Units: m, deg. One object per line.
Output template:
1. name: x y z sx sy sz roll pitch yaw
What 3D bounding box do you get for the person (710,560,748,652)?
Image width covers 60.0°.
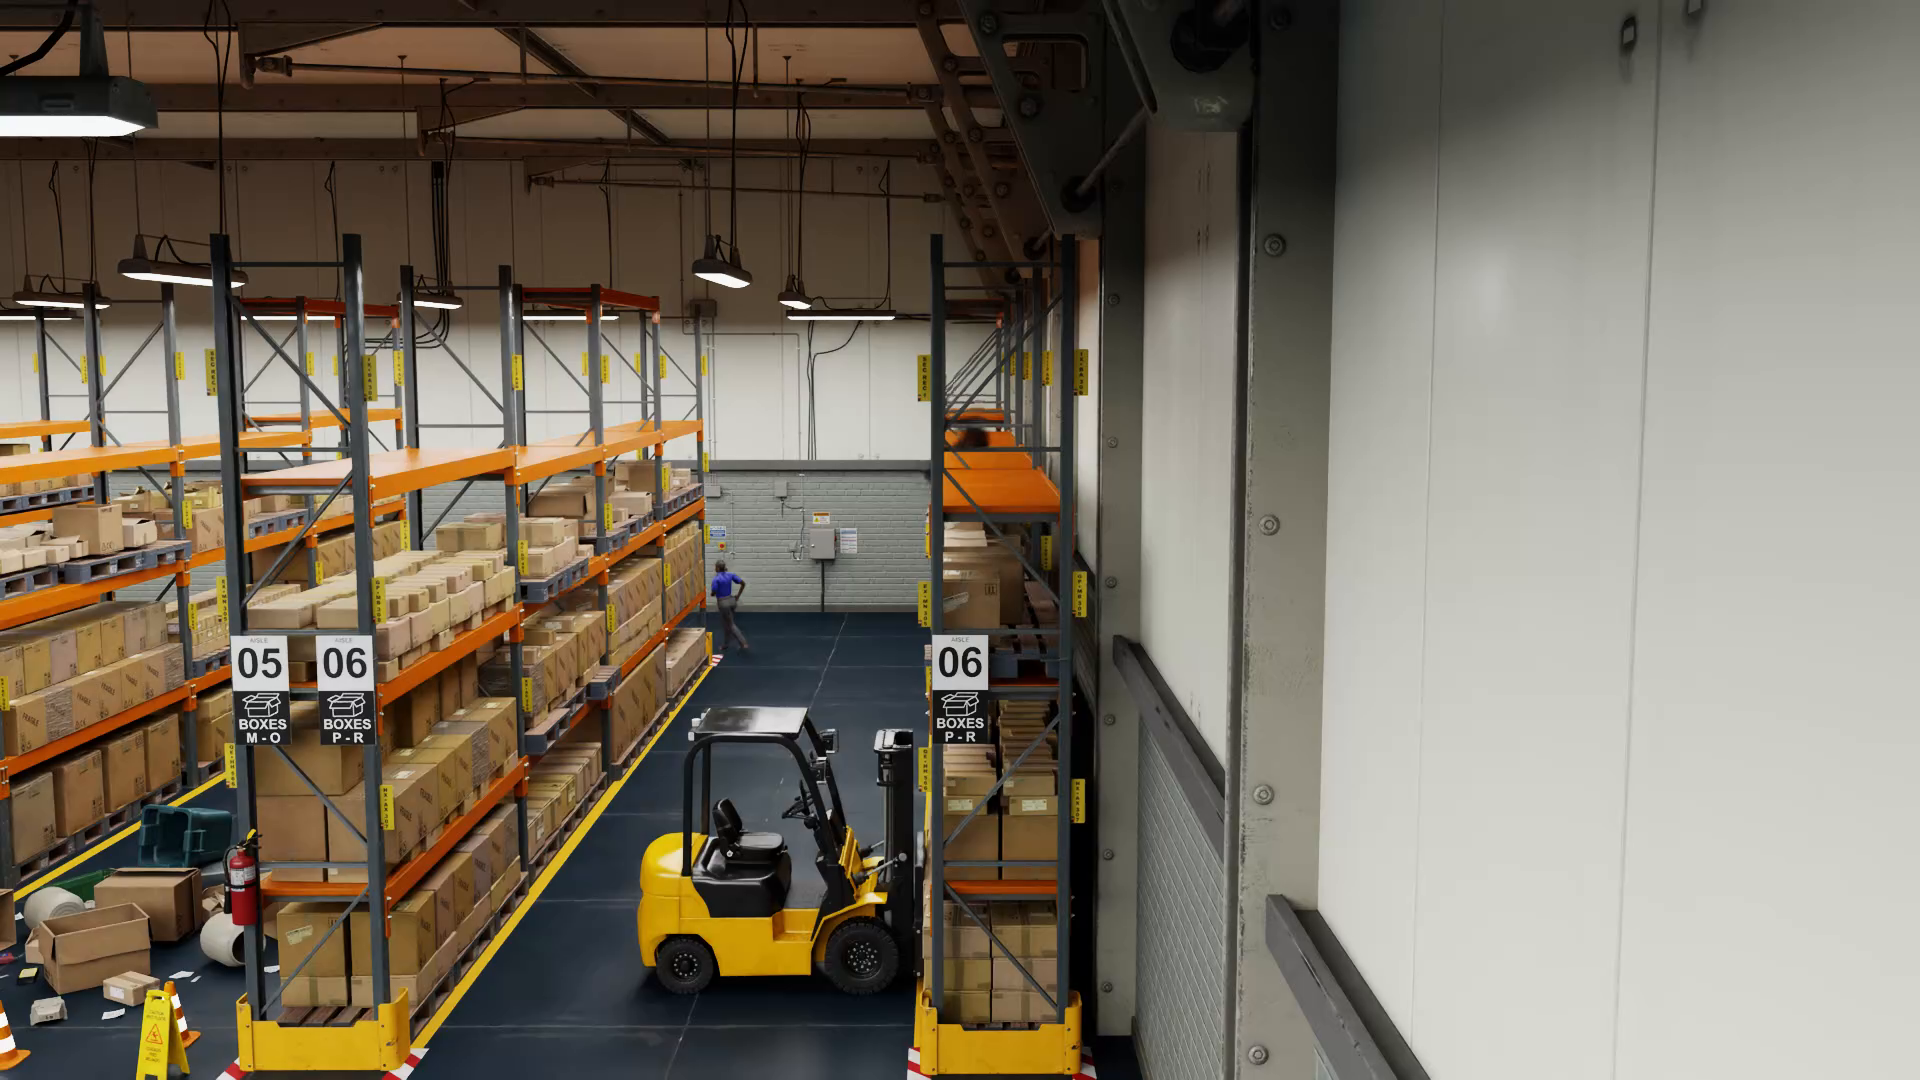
1. person: -4.063 1.169 28.855 0.865 1.662 0.589 5 8 39
